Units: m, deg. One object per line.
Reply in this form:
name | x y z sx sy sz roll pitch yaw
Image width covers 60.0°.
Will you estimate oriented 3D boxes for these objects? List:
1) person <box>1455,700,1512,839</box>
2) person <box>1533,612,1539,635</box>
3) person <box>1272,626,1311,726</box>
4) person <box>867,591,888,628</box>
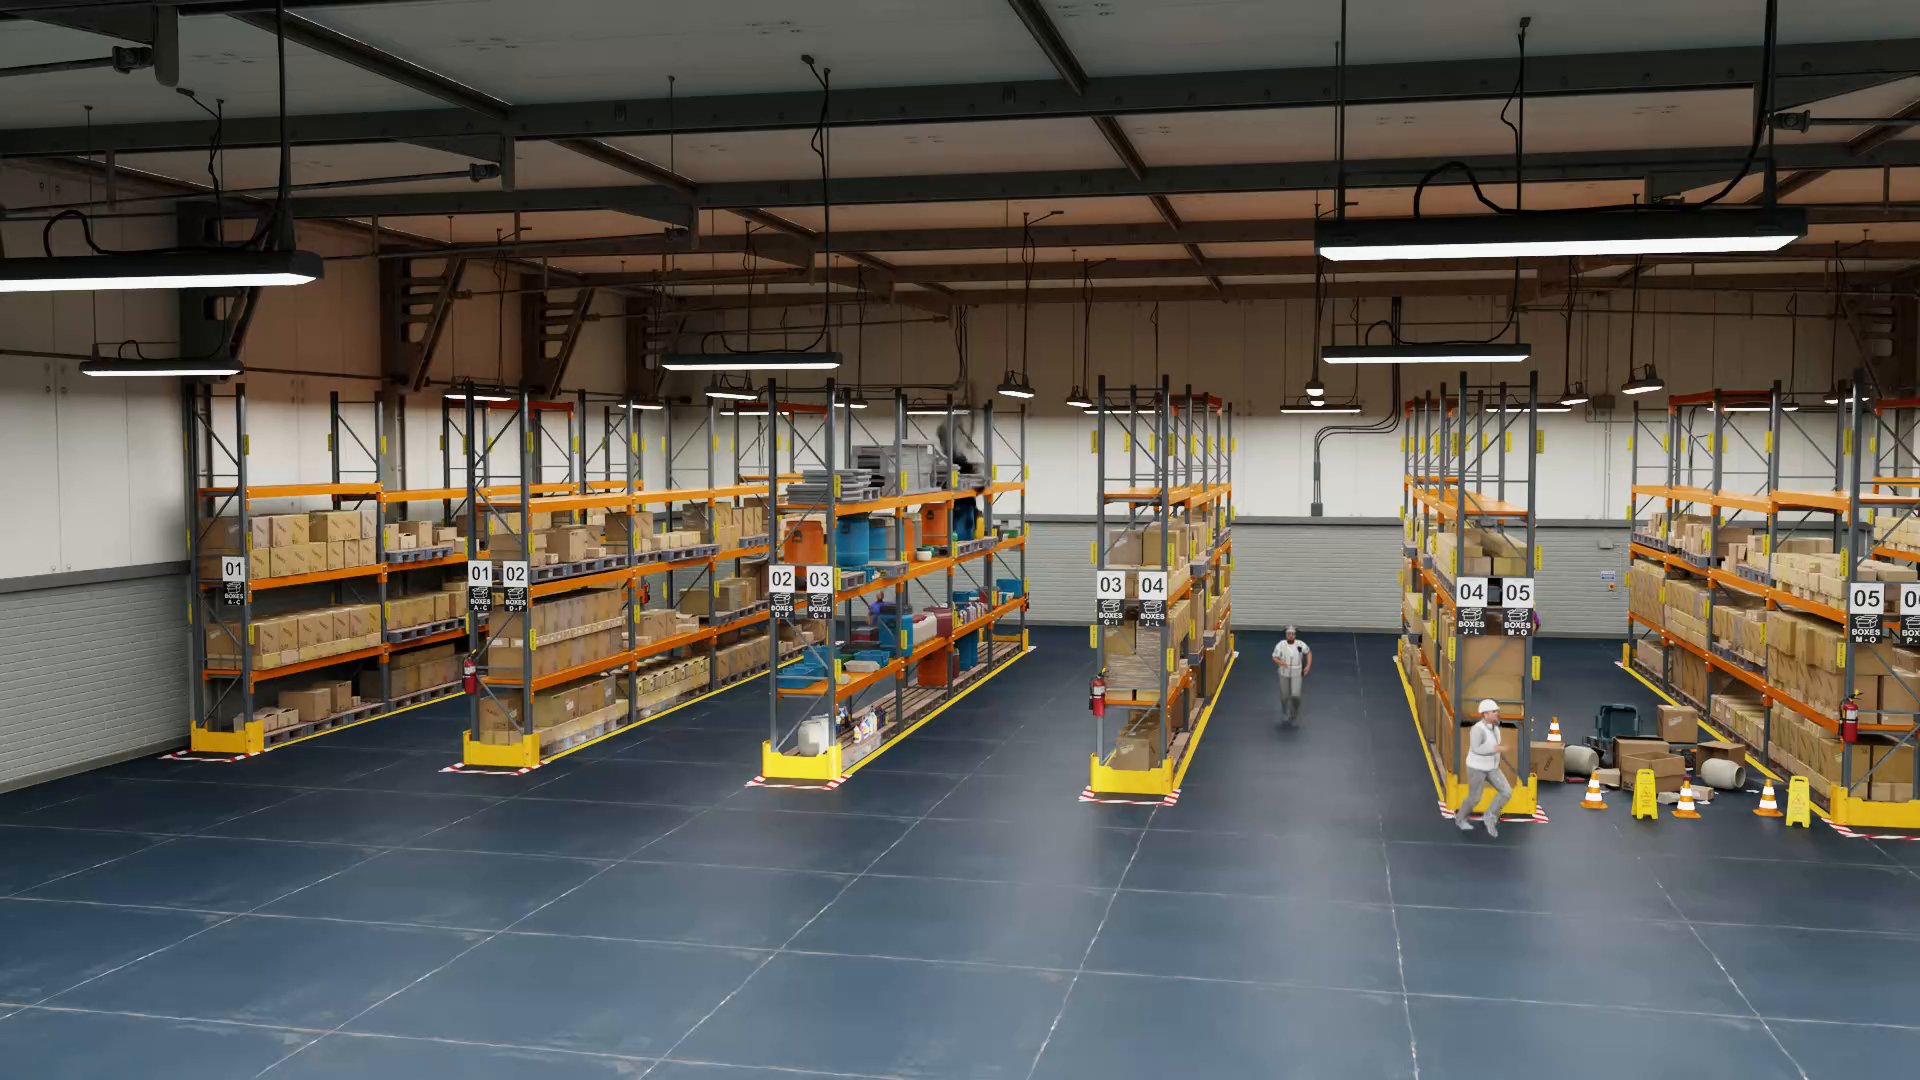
person | 6.684 2.906 21.215 0.681 1.774 0.814 -3 4 -39
person | 12.193 2.078 36.060 0.686 1.722 0.589 1 3 10
person | 5.930 2.444 29.746 0.682 1.844 0.746 1 3 12
person | -1.695 1.892 35.412 0.582 1.630 0.577 1 3 11
